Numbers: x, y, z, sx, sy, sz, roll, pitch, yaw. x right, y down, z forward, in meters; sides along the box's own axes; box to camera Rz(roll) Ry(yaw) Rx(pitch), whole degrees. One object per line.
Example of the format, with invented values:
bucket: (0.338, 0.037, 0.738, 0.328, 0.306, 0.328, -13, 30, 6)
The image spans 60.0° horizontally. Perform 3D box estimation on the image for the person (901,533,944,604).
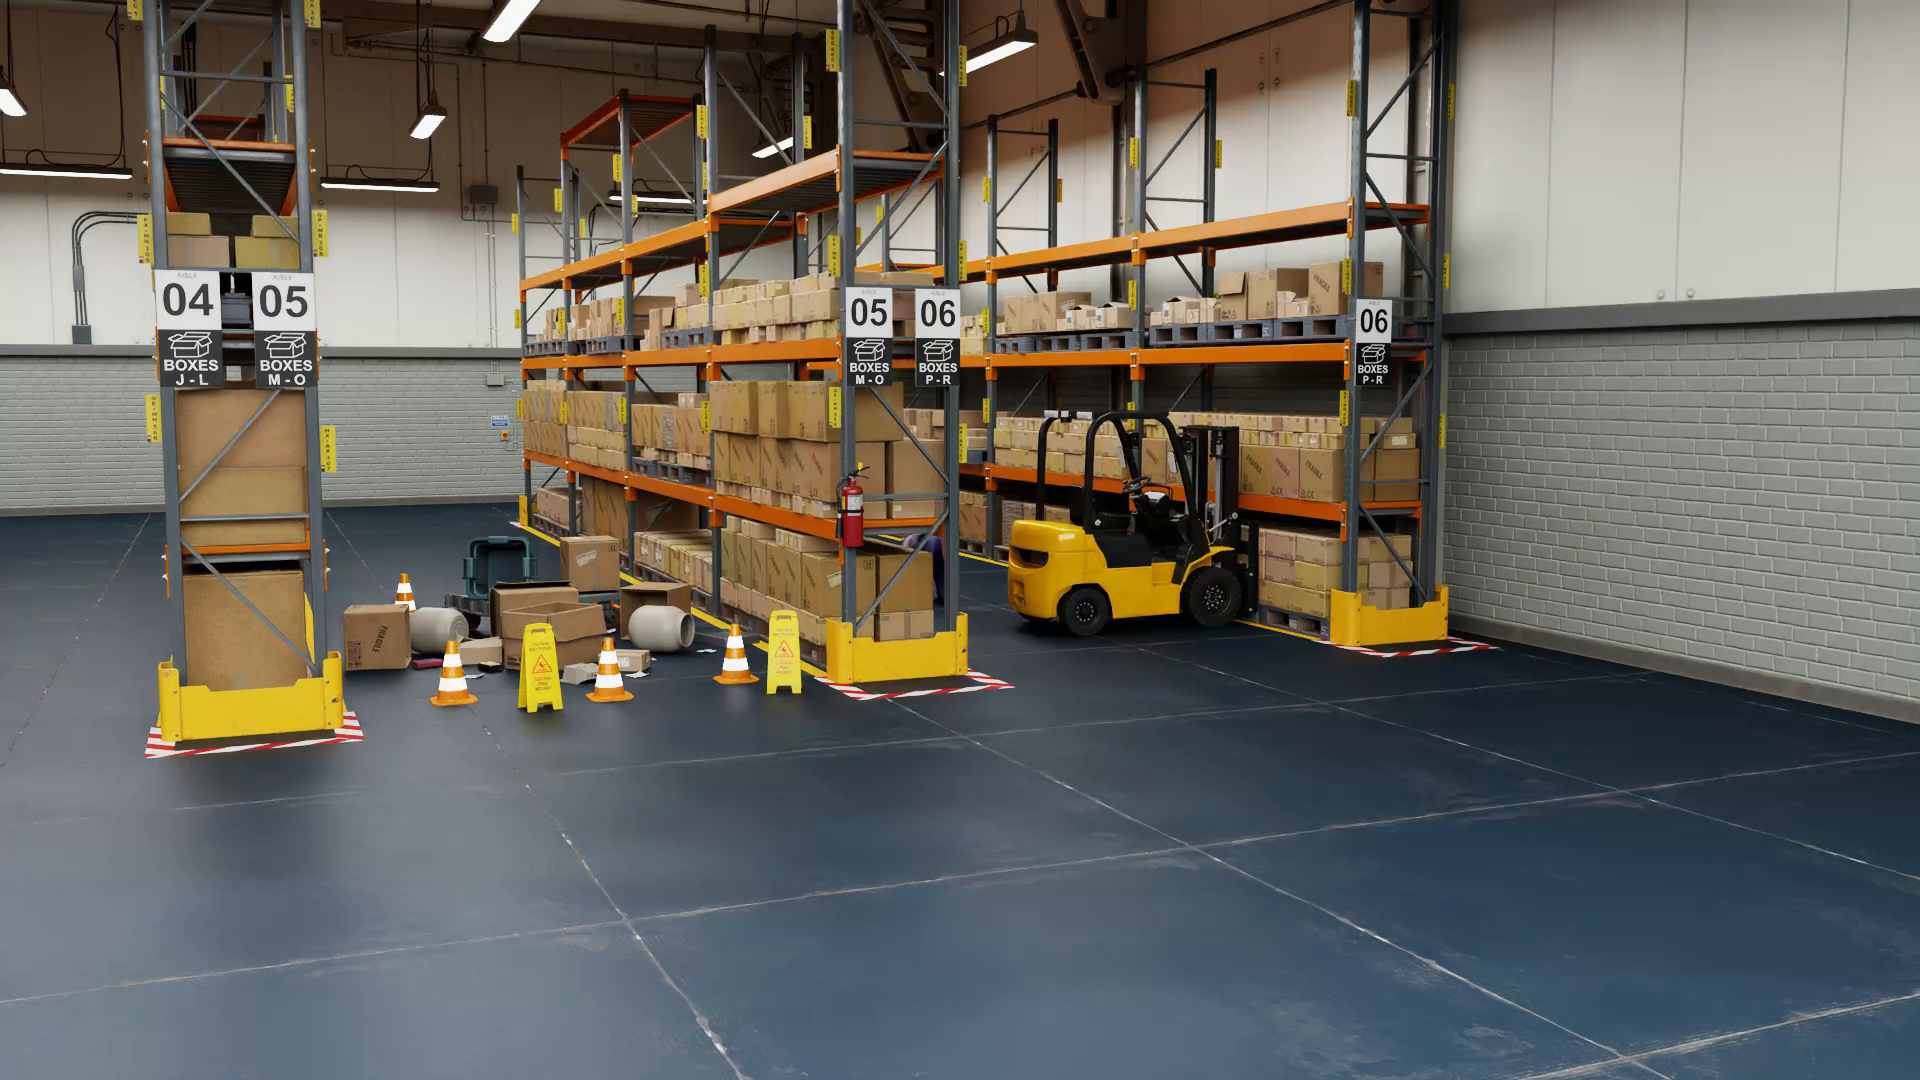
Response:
person: (-0.400, 0.269, 18.441, 0.519, 0.854, 0.899, -3, 6, -26)
